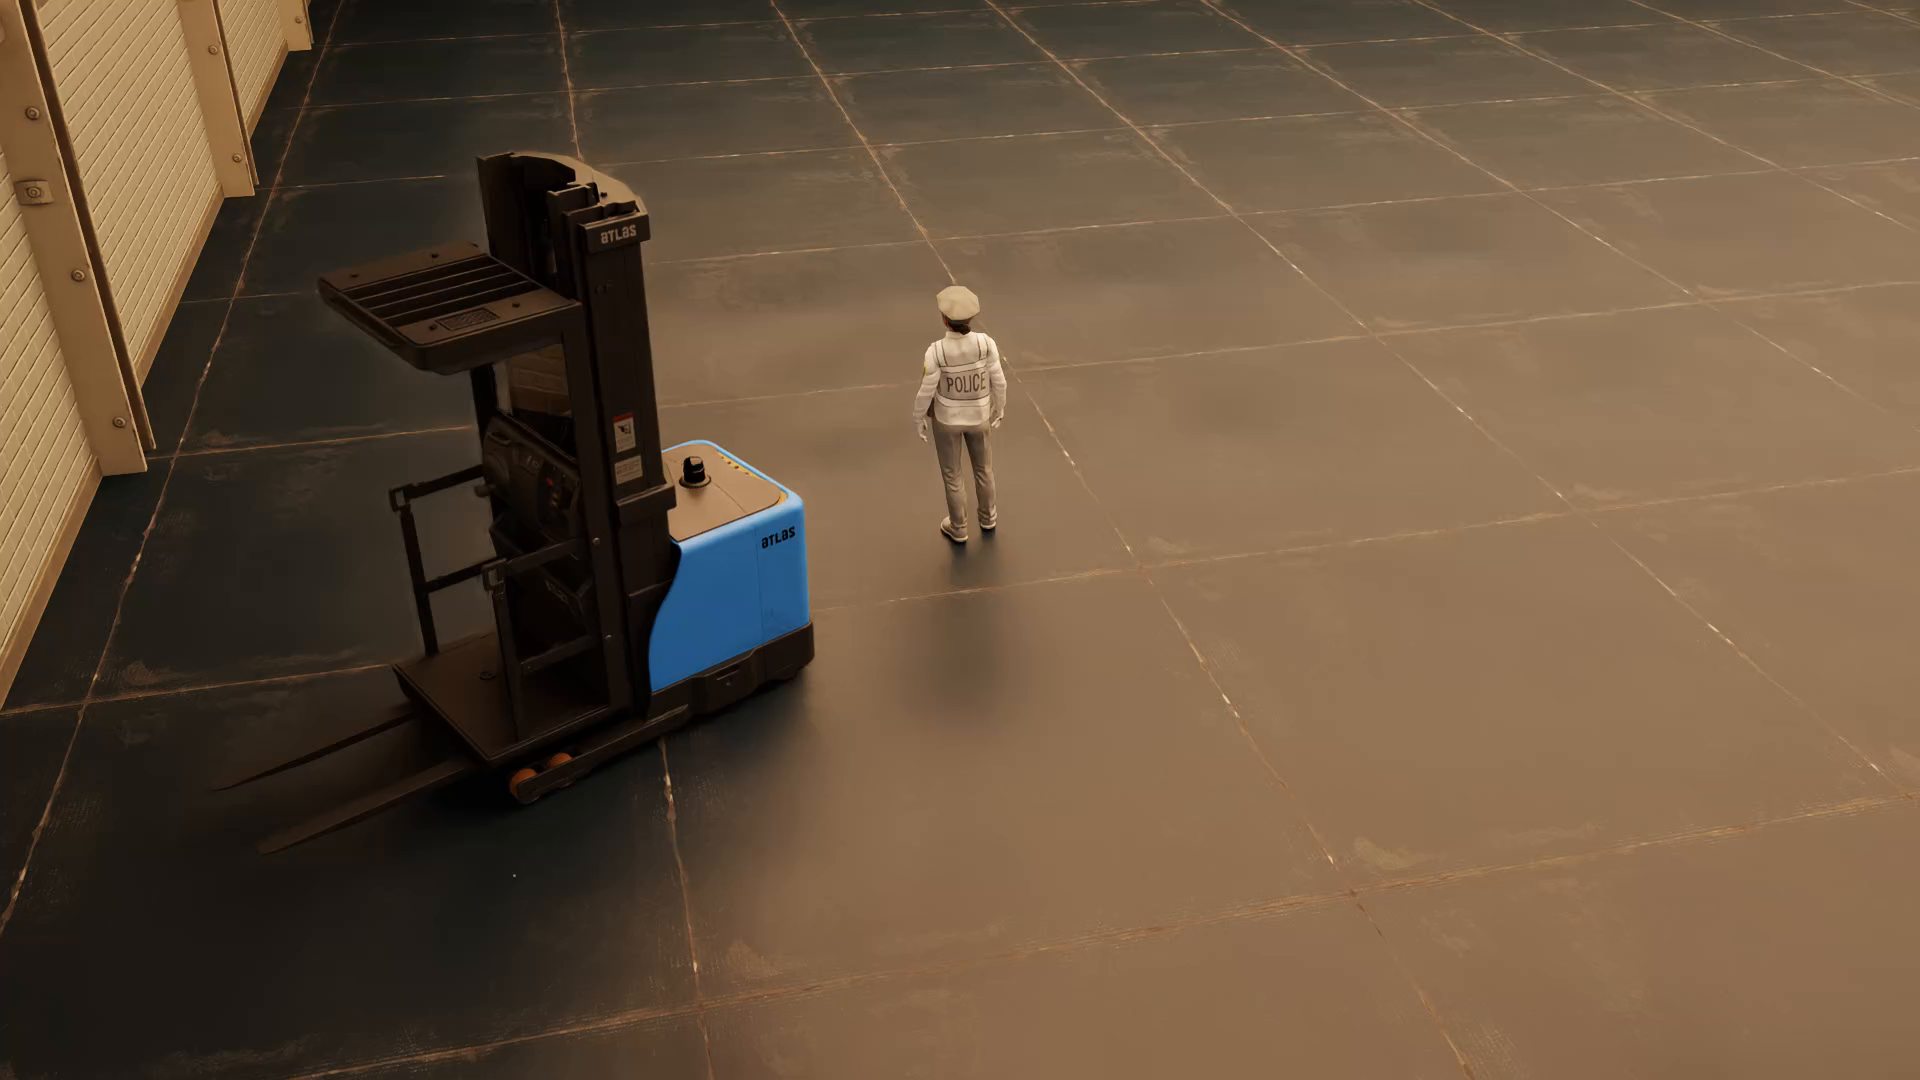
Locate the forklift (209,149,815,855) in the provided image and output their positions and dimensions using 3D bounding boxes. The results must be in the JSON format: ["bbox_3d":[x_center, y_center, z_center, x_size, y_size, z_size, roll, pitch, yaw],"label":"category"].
[{"bbox_3d":[-2.255,-0.262,8.027,3.031,2.935,1.130,-23,37,-34],"label":"forklift"}]

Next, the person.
[{"bbox_3d":[-0.010,-0.774,10.132,0.587,1.694,0.529,-7,31,-12],"label":"person"}]
